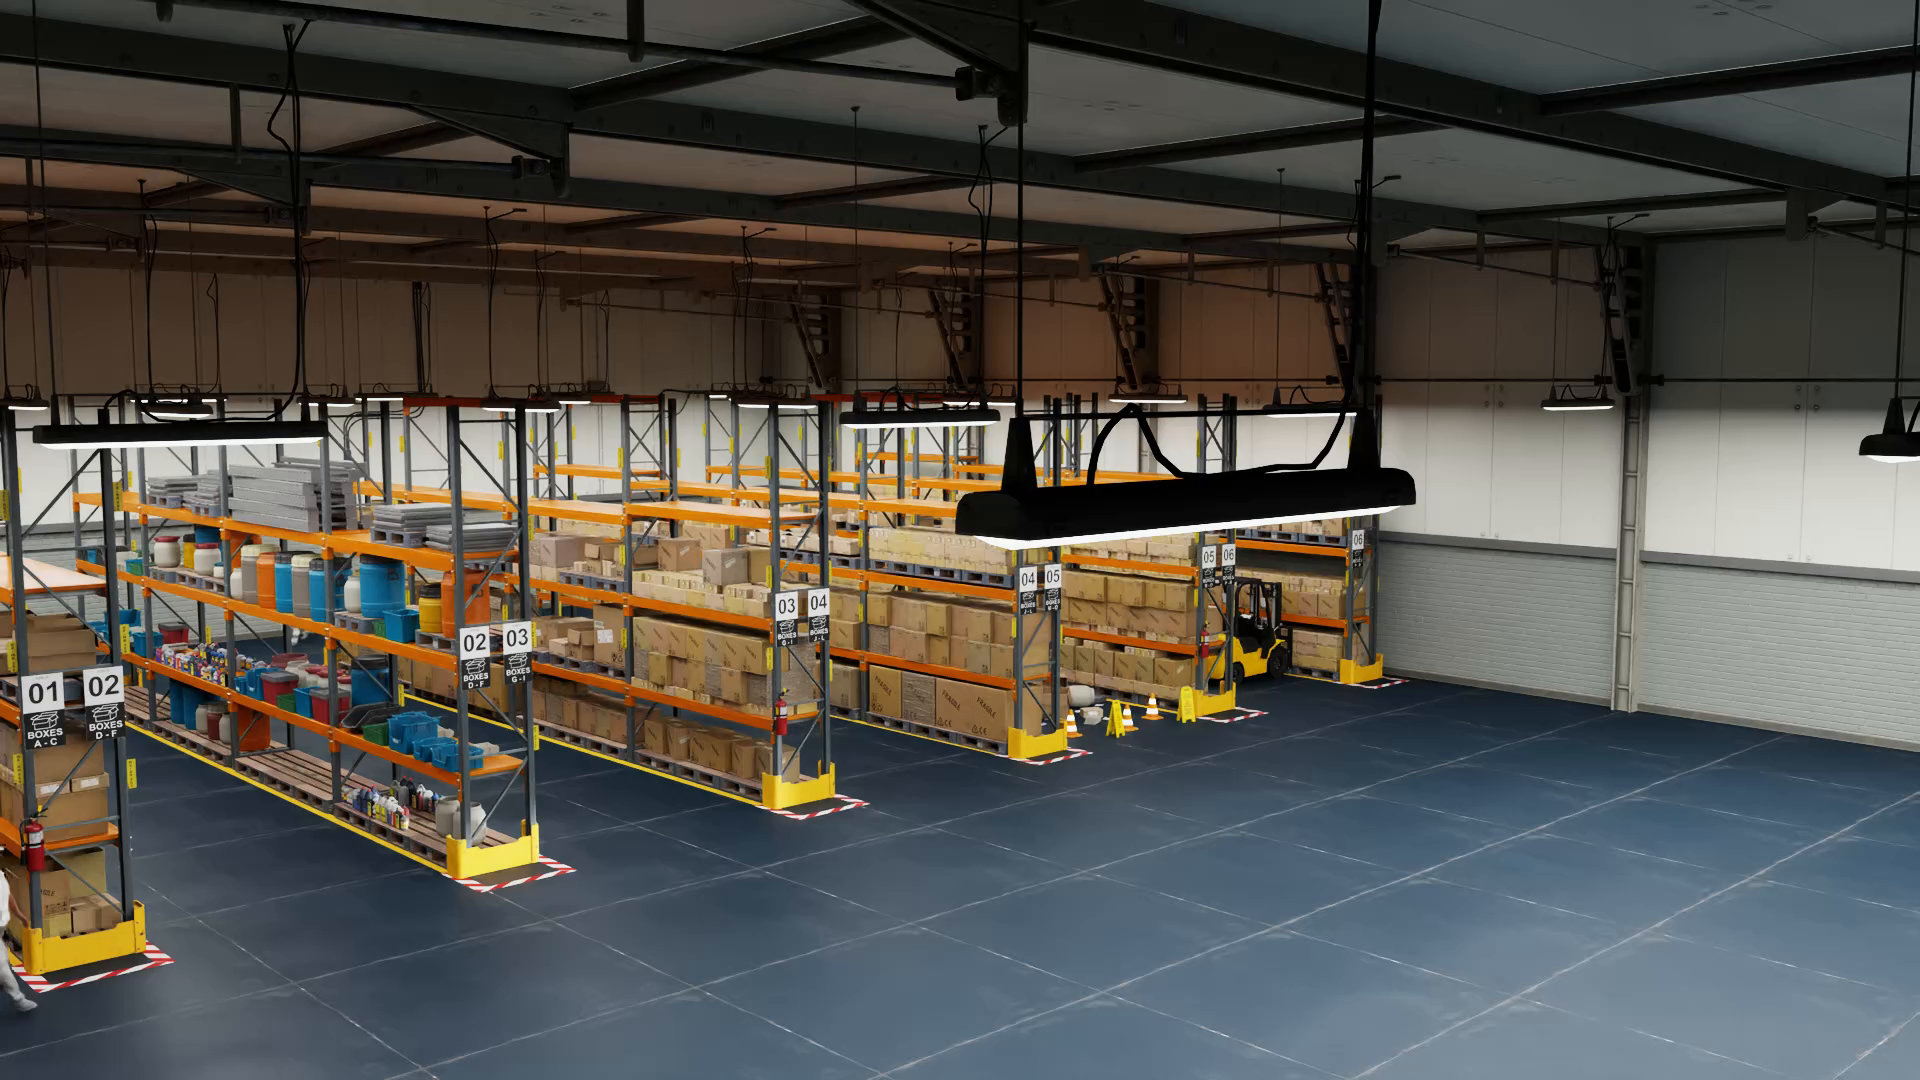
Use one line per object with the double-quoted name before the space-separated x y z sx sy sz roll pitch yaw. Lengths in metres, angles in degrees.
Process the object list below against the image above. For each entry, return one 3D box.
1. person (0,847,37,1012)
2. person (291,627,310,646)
"person" -9.690 3.844 16.717 1.071 1.710 0.662 1 6 8
"person" -15.817 1.609 39.763 0.607 1.771 0.875 2 6 15
